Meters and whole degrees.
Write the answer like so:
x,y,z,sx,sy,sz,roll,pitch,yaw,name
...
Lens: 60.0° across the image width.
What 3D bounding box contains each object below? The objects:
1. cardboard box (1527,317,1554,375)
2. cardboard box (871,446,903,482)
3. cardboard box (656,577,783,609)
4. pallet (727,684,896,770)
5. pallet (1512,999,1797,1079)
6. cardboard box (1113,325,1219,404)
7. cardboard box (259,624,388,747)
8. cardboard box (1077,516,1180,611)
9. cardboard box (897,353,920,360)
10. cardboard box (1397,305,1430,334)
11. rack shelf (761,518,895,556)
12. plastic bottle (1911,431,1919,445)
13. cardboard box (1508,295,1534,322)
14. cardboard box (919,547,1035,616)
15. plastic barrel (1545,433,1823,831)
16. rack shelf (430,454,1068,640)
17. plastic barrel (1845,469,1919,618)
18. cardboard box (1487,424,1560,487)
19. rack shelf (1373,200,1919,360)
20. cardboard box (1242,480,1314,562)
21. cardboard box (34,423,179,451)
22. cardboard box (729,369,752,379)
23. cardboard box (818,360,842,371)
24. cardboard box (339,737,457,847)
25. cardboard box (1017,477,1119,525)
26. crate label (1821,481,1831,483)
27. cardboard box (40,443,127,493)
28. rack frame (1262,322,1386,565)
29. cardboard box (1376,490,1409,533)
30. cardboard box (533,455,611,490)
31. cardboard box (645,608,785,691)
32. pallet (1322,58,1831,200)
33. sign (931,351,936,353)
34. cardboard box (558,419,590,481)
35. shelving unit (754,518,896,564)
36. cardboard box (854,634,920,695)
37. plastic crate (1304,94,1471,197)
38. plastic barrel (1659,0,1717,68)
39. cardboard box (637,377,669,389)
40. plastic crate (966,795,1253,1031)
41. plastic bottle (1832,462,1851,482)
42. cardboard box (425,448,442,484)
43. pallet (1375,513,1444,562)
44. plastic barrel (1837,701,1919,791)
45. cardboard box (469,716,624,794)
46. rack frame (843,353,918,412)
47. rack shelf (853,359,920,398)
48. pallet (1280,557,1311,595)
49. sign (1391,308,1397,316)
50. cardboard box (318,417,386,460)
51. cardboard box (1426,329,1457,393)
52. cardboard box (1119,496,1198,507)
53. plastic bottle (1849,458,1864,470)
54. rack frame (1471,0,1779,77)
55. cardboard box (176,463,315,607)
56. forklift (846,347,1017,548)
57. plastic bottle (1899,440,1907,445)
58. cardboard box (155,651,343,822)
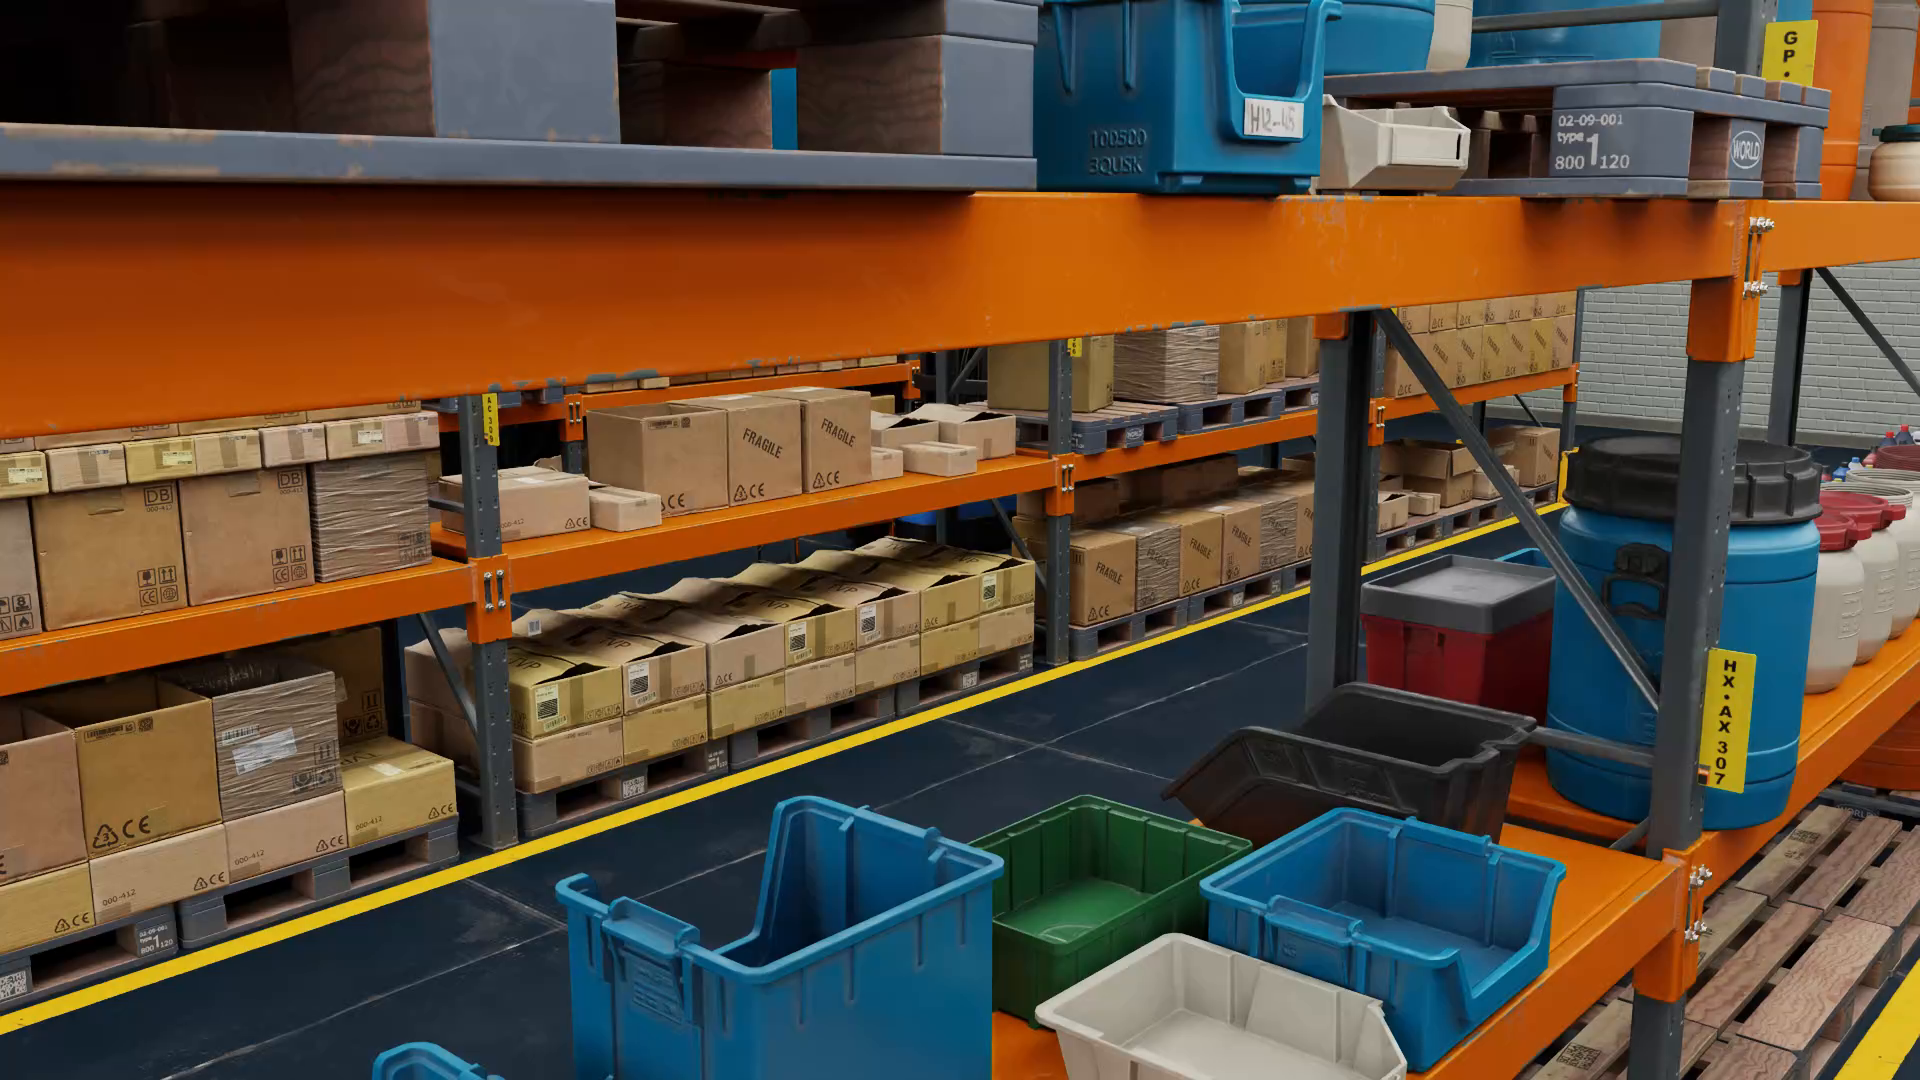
x,y,z,sx,sy,sz,roll,pitch,yaw,name
5.112,-1.804,15.327,0.500,0.500,0.500,10,15,41,cardboard box
-0.538,-0.437,9.383,0.250,0.149,0.380,-11,16,-43,cardboard box
-1.322,0.380,9.166,0.500,0.311,0.500,10,15,40,cardboard box
-1.116,0.907,9.132,1.003,0.211,1.213,10,15,40,pallet
1.829,1.721,5.056,1.003,0.211,1.213,10,15,40,pallet
1.340,-1.227,11.371,0.500,0.500,0.700,-9,14,-37,cardboard box
-2.920,0.636,7.404,0.500,0.500,0.500,10,15,40,cardboard box
1.118,0.147,11.076,0.500,0.500,0.500,9,14,38,cardboard box
-0.451,-2.209,16.845,0.980,0.700,0.700,10,15,41,cardboard box
3.425,-1.916,13.338,0.500,0.500,0.500,10,15,42,cardboard box
-1.061,-0.116,13.167,1.000,0.278,0.538,-11,16,-43,rack shelf
5.265,-0.453,9.137,0.152,0.276,0.135,10,15,40,plastic bottle
4.784,-2.219,14.856,0.500,0.500,0.500,10,15,42,cardboard box
0.101,0.221,9.963,0.500,0.311,0.500,10,15,42,cardboard box
1.822,0.211,4.218,0.600,0.901,0.708,10,15,40,plastic barrel
-1.058,-0.108,8.932,1.077,0.370,4.000,10,15,40,rack shelf
3.462,0.010,6.218,0.421,0.512,0.421,0,11,0,plastic barrel
5.369,-0.810,15.869,0.500,0.500,0.500,10,15,40,cardboard box
2.660,-0.938,5.429,1.077,0.370,4.000,10,15,40,rack shelf
2.459,-0.152,12.575,0.500,0.500,0.500,10,15,41,cardboard box
-3.330,-0.638,6.179,0.700,0.500,0.500,10,15,40,cardboard box
-2.066,-1.527,14.791,0.380,0.149,0.250,10,15,41,cardboard box
-1.316,-1.665,15.480,0.380,0.149,0.250,10,15,40,cardboard box
-2.521,1.072,7.133,0.500,0.250,0.500,10,15,40,cardboard box
0.737,-0.290,11.348,0.500,0.250,0.500,11,15,42,cardboard box
3.121,-0.021,6.565,0.502,0.435,0.616,10,15,40,crate label
-3.237,-0.280,6.041,0.380,0.149,0.250,10,15,42,cardboard box
2.902,-1.344,13.281,1.000,3.000,0.127,10,15,40,rack frame
3.342,-0.275,13.671,0.500,0.311,0.500,10,15,40,cardboard box
-1.936,-0.254,8.168,0.396,0.266,0.258,9,15,39,cardboard box
-1.244,0.523,8.452,0.500,0.311,0.500,9,14,38,cardboard box
0.937,-0.785,3.309,1.213,0.211,1.003,10,15,40,pallet
-0.152,-1.353,10.573,0.100,0.325,0.005,10,15,40,sign
-2.878,-0.638,14.165,0.750,0.750,0.750,10,15,40,cardboard box
-1.061,-0.356,13.120,1.048,1.125,0.538,-11,16,-43,shelving unit
-0.574,0.646,9.267,0.500,0.250,0.500,10,15,42,cardboard box
0.584,-0.579,2.467,0.243,0.136,0.396,10,15,40,plastic crate
1.944,-1.442,4.833,0.600,0.901,0.600,0,11,0,plastic barrel
-2.659,-1.364,13.975,0.380,0.149,0.250,10,15,42,cardboard box
0.232,0.741,3.382,0.450,0.188,0.662,10,15,40,plastic crate
4.297,-0.243,8.099,0.097,0.271,0.097,0,11,0,plastic bottle
-4.321,-0.565,12.723,0.500,0.250,0.500,10,15,41,cardboard box
3.356,-0.077,14.060,1.003,0.211,1.213,10,15,40,pallet
4.290,0.670,7.668,0.600,0.830,0.708,10,15,40,plastic barrel
-1.926,0.948,7.753,0.500,0.250,0.500,9,15,39,cardboard box
-0.821,-1.984,16.485,1.000,3.000,0.127,10,15,40,rack frame
0.499,-1.925,18.029,1.077,0.370,4.000,10,15,40,rack shelf
2.394,0.148,12.931,1.003,0.211,1.213,10,15,40,pallet
3.321,-1.840,12.811,0.100,0.325,0.005,10,15,40,sign
-2.562,-0.430,6.795,0.380,0.149,0.250,9,15,39,cardboard box
3.779,-1.508,13.850,0.500,0.500,0.500,10,15,41,cardboard box
1.386,-0.067,12.149,0.500,0.500,0.500,9,14,38,cardboard box
4.426,-0.272,8.242,0.097,0.271,0.097,0,11,0,plastic bottle
1.340,-2.468,3.591,1.000,3.000,0.127,10,15,40,rack frame
-3.010,-0.071,6.655,0.700,0.500,0.500,10,15,40,cardboard box
0.451,-1.523,14.354,3.031,2.935,1.130,-11,16,-43,forklift
4.937,-0.379,8.748,0.061,0.283,0.133,10,15,40,plastic bottle
-2.859,0.776,6.699,0.500,0.500,0.500,10,15,40,cardboard box
